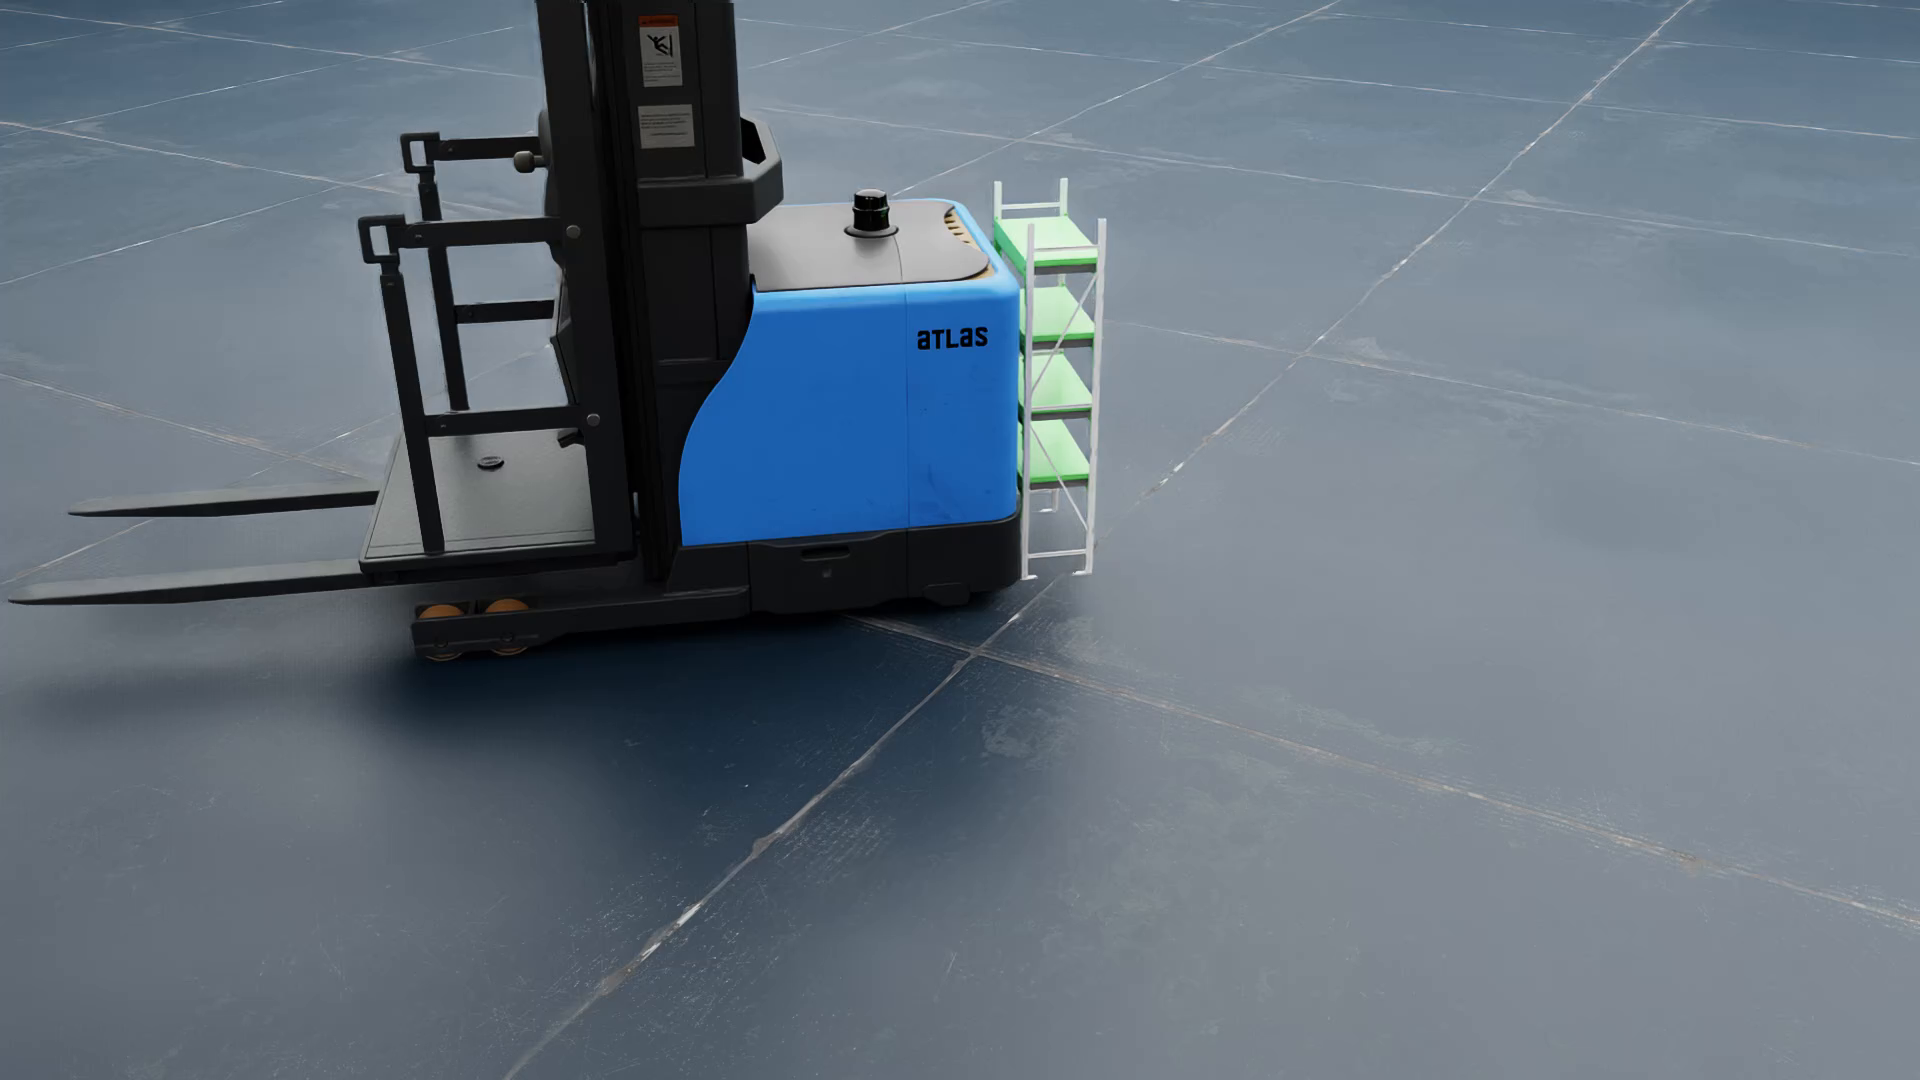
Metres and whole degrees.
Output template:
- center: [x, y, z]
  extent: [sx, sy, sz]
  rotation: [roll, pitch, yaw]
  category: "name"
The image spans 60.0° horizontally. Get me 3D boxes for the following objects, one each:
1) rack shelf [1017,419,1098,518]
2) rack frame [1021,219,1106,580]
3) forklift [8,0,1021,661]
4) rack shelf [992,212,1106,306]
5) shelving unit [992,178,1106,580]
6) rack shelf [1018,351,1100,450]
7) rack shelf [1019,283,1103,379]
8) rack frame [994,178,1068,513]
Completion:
- center: [0.275, -0.252, 5.593]
  extent: [0.258, 0.148, 0.480]
  rotation: [-5, 27, -9]
  category: "rack shelf"
- center: [0.320, -0.417, 5.242]
  extent: [0.240, 1.200, 0.015]
  rotation: [-5, 27, -9]
  category: "rack frame"
- center: [-1.376, -1.202, 4.876]
  extent: [3.031, 2.935, 1.130]
  rotation: [-5, 27, -9]
  category: "forklift"
- center: [0.275, -0.896, 5.270]
  extent: [0.258, 0.148, 0.480]
  rotation: [-5, 27, -9]
  category: "rack shelf"
- center: [0.275, -0.524, 5.457]
  extent: [0.258, 1.200, 0.503]
  rotation: [-5, 27, -9]
  category: "shelving unit"
- center: [0.275, -0.467, 5.485]
  extent: [0.258, 0.148, 0.480]
  rotation: [-5, 27, -9]
  category: "rack shelf"
- center: [0.275, -0.682, 5.378]
  extent: [0.258, 0.148, 0.480]
  rotation: [-5, 27, -9]
  category: "rack shelf"
- center: [0.231, -0.632, 5.671]
  extent: [0.240, 1.200, 0.015]
  rotation: [-5, 27, -9]
  category: "rack frame"
